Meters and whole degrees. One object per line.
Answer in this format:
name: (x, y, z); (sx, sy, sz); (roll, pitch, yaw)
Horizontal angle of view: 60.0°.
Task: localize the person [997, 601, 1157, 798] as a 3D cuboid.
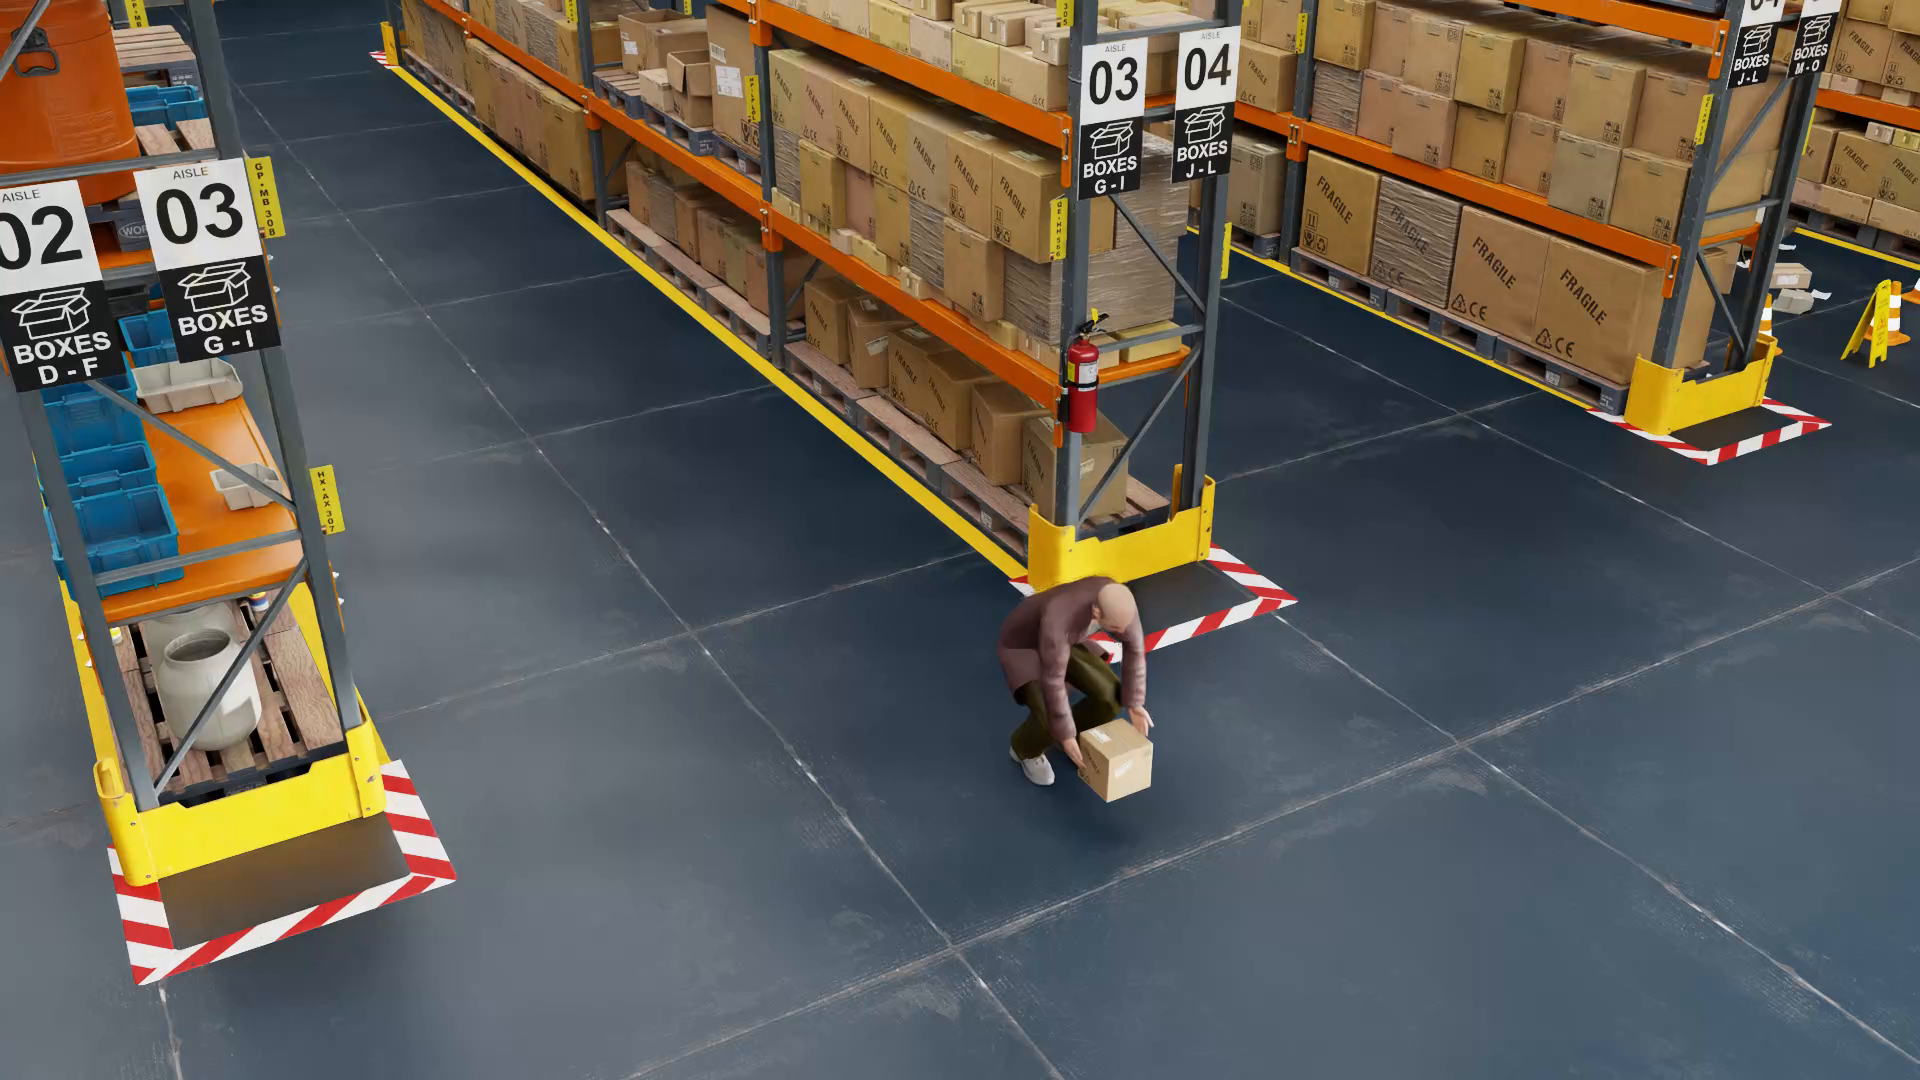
person: (0.555, 0.704, 8.068); (0.611, 1.039, 0.897); (-16, 32, -27)
